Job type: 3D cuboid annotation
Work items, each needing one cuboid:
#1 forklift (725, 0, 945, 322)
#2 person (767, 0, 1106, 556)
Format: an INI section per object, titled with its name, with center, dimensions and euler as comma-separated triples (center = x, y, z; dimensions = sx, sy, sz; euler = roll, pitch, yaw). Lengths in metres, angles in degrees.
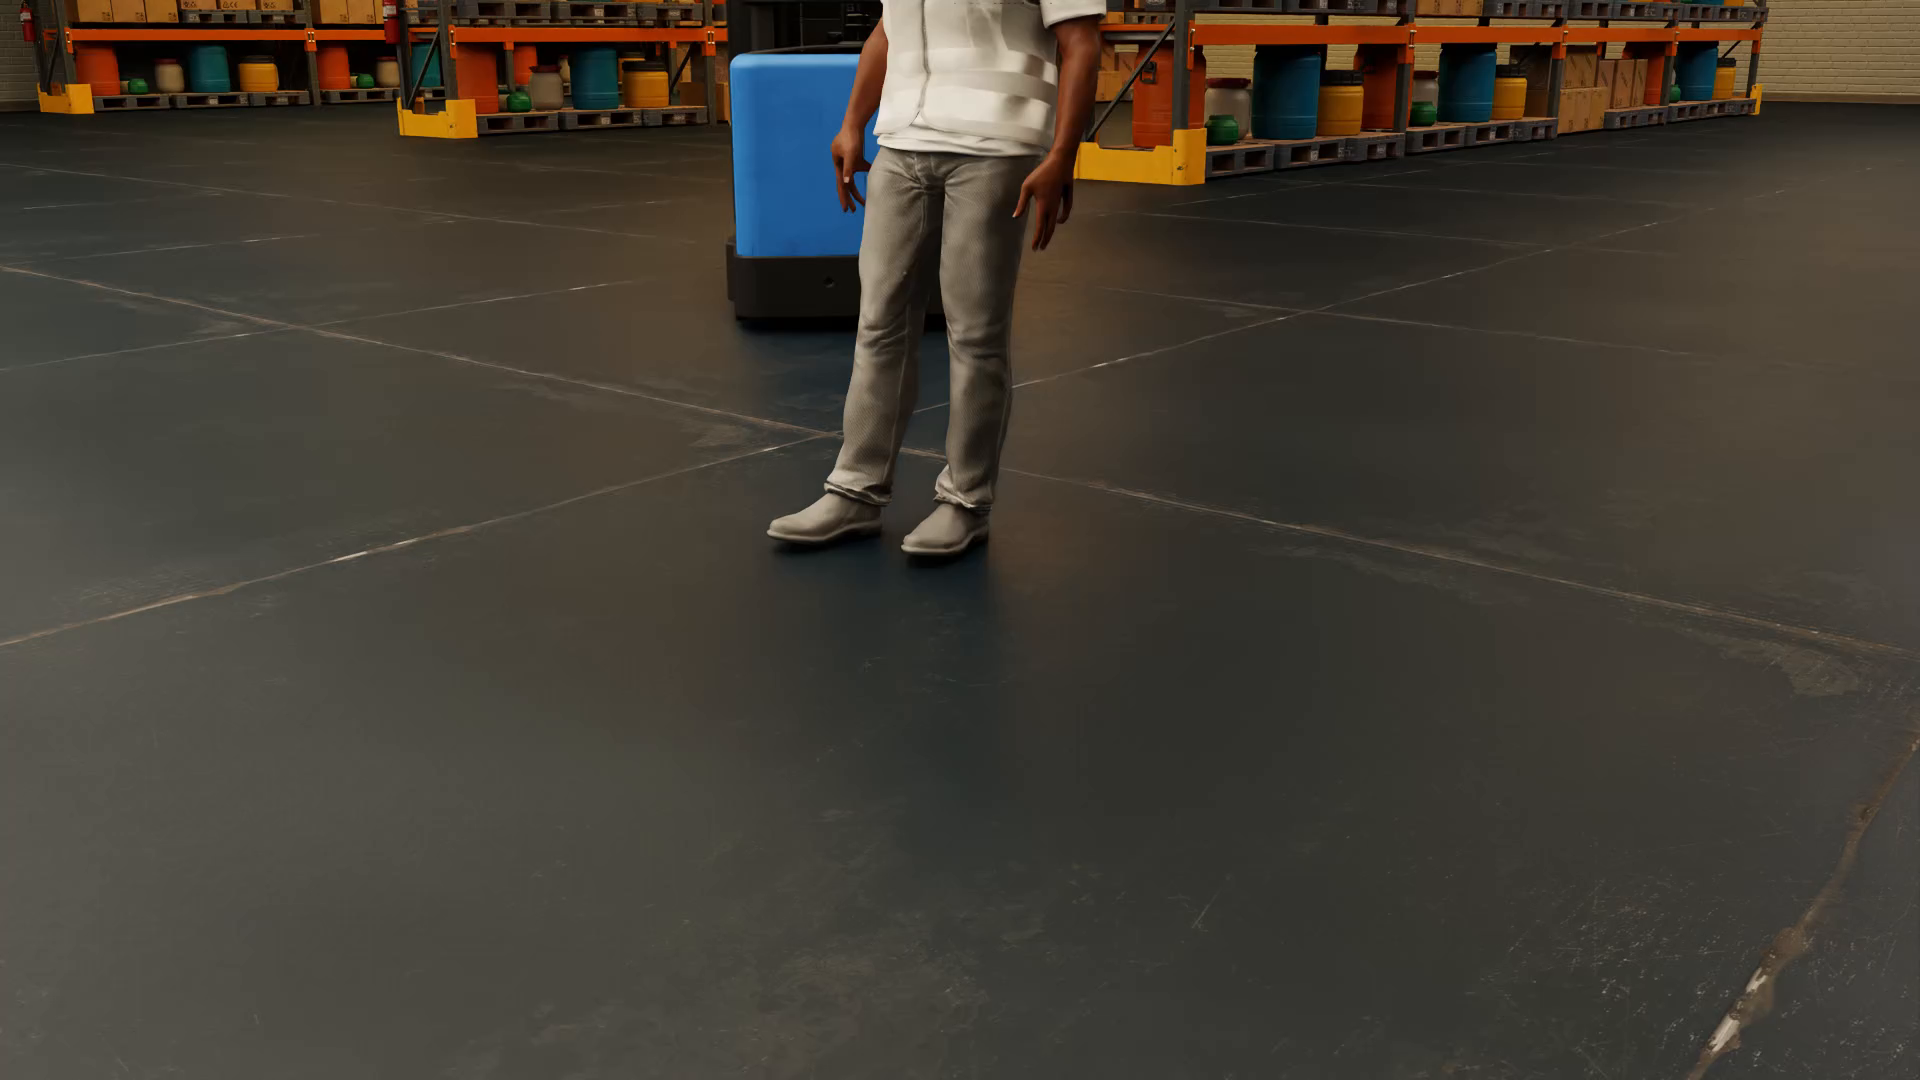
[forklift]
center = -0.537, -2.665, 7.674
dimensions = 1.130, 2.935, 3.031
euler = -2, 17, -6
[person]
center = -0.048, -0.837, 3.634
dimensions = 0.666, 1.768, 0.575
euler = 13, 21, 37
